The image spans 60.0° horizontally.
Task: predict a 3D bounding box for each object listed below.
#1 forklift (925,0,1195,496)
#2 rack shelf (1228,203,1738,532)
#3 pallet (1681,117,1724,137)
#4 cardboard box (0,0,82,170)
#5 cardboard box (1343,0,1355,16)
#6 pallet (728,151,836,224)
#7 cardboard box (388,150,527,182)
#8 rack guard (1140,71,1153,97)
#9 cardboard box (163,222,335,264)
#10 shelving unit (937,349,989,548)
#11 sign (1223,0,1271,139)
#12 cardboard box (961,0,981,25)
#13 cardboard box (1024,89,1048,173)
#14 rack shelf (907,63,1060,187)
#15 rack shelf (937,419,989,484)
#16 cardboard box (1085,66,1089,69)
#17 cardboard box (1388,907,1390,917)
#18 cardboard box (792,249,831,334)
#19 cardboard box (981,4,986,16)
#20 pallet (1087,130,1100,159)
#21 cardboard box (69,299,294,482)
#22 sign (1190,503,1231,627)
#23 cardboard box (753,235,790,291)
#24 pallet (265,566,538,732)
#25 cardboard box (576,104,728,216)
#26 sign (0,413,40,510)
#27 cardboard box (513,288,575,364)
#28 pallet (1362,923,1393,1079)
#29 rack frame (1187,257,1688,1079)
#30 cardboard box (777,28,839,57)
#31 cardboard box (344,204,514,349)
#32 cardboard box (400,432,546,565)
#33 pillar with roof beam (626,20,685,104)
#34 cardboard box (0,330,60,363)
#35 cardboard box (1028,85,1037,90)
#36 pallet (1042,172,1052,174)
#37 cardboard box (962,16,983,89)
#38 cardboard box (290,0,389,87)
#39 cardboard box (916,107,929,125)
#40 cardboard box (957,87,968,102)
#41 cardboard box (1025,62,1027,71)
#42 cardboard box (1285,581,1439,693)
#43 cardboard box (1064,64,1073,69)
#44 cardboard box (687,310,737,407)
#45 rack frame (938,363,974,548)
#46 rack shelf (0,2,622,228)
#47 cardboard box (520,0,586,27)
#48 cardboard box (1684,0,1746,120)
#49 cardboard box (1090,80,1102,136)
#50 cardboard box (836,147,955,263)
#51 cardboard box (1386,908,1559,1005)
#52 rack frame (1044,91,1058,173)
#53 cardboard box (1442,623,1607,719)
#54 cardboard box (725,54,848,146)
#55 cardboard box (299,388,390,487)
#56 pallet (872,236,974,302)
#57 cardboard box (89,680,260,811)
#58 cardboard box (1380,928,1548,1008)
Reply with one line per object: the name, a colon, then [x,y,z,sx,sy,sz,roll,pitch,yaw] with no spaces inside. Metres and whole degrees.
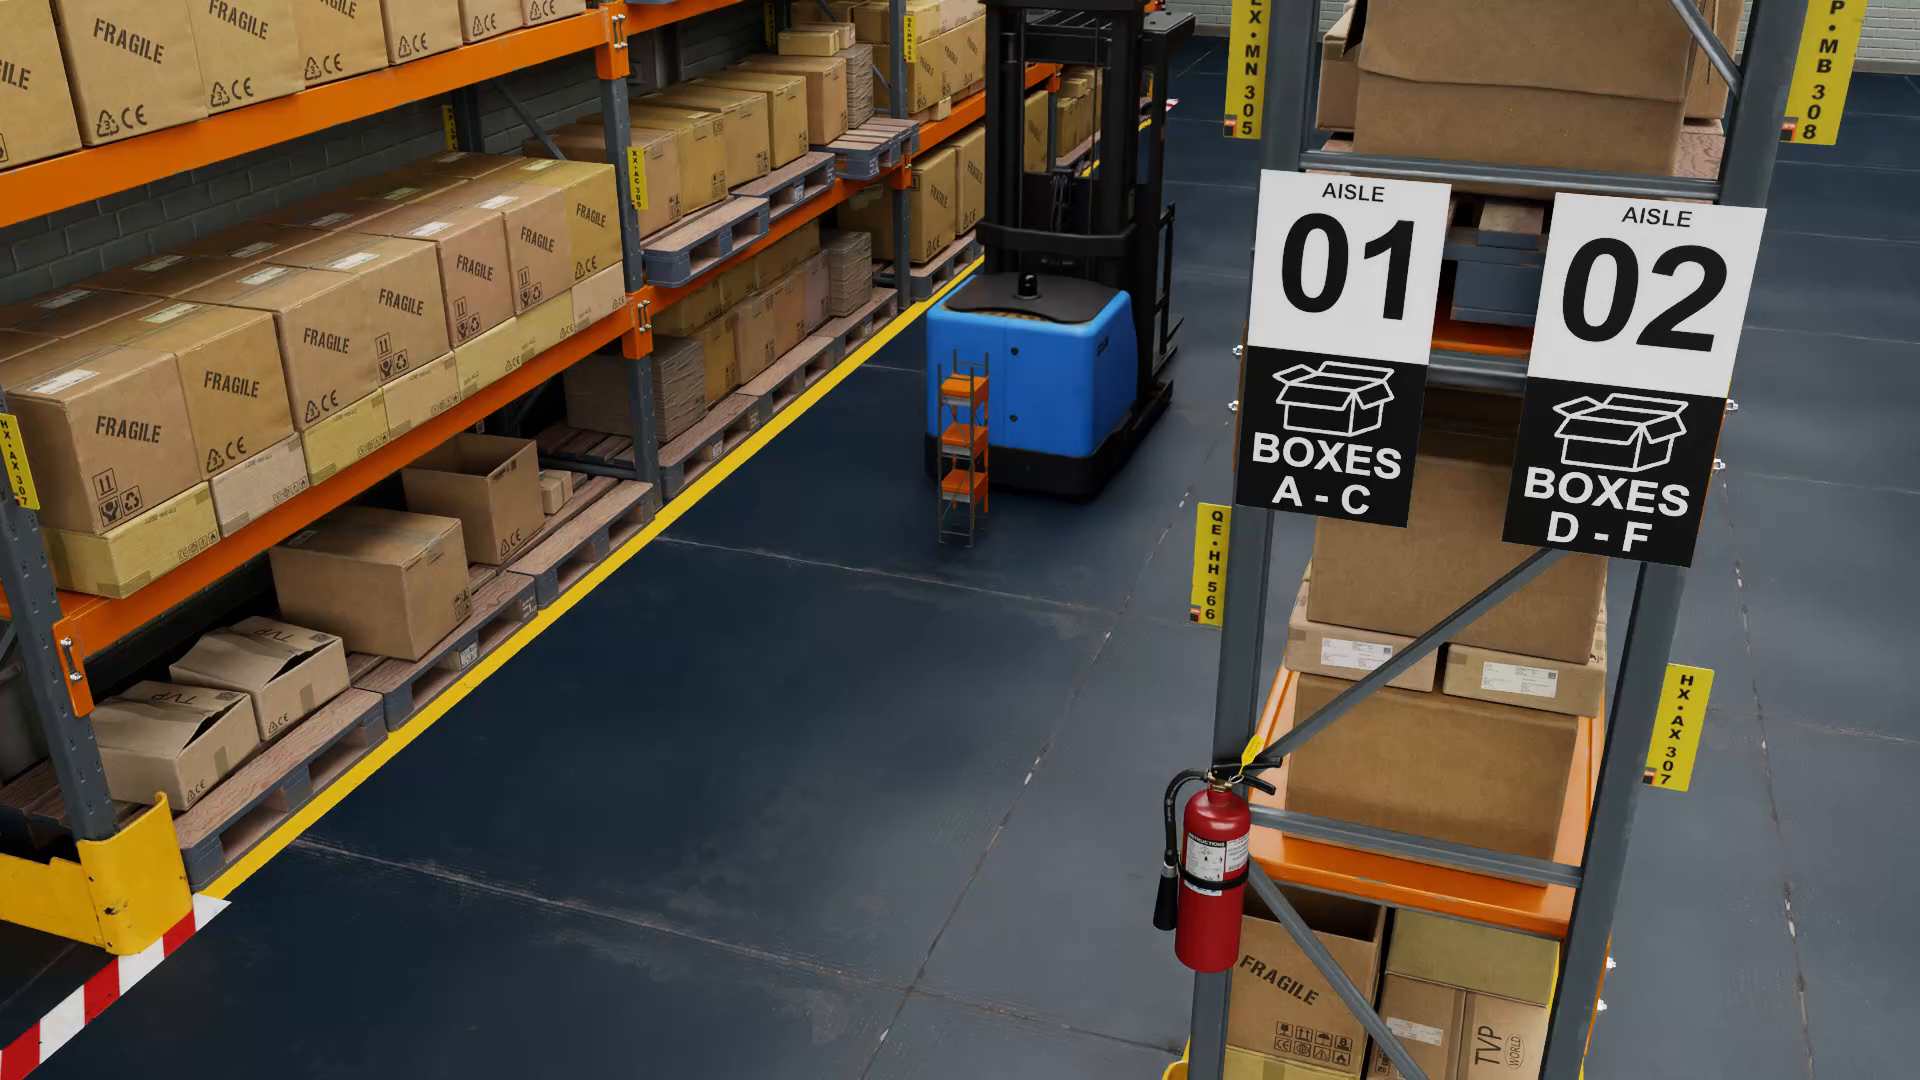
forklift: [0.783,-2.194,10.419,1.130,2.935,3.031,9,27,18]
rack shelf: [1.796,-1.072,5.406,1.077,0.370,4.000,9,27,17]
pallet: [1.794,-1.324,5.203,1.003,0.211,1.213,9,27,17]
cardboard box: [-3.195,-1.446,5.215,0.500,0.500,0.500,9,27,19]
cardboard box: [1.450,-1.526,4.978,0.500,0.311,0.500,12,28,23]
pallet: [-1.500,-2.323,10.826,1.003,0.211,1.213,9,27,17]
cardboard box: [-2.565,-1.701,8.610,0.500,0.500,0.500,8,27,16]
rack guard: [1.790,-5.401,19.831,1.175,0.500,0.348,9,27,17]
cardboard box: [-3.074,-1.070,7.307,0.500,0.500,0.500,9,27,18]
shelving unit: [0.018,-0.495,9.067,0.215,1.050,0.252,9,27,17]
sign: [0.623,-1.022,3.551,0.100,0.325,0.005,9,27,17]
cardboard box: [-0.145,-4.330,13.412,0.500,0.250,0.500,9,27,18]
cardboard box: [0.357,-3.808,15.658,0.750,0.750,0.750,9,27,18]
rack shelf: [-0.215,-3.727,14.330,1.077,0.370,4.000,9,27,17]
rack shelf: [0.018,-0.485,9.071,0.215,0.259,0.240,9,27,17]
cardboard box: [1.245,-5.339,18.478,0.380,0.149,0.250,9,27,18]
cardboard box: [1.350,1.148,6.110,0.500,0.250,0.500,9,27,17]
cardboard box: [-1.352,-1.803,11.896,0.700,0.500,0.500,9,27,17]
cardboard box: [0.019,-4.541,13.847,0.500,0.250,0.500,8,27,16]
pallet: [1.182,-4.421,18.140,1.003,0.211,1.213,9,27,17]
cardboard box: [-2.926,-0.574,6.283,0.500,0.500,0.500,9,27,18]
sign: [0.623,0.064,4.076,0.100,0.325,0.005,9,27,17]
cardboard box: [-1.486,-1.898,11.232,0.500,0.250,0.500,9,27,17]
pallet: [-2.806,0.454,8.069,1.003,0.211,1.213,9,27,17]
cardboard box: [-1.817,-2.261,9.857,0.700,0.500,0.500,12,28,23]
sign: [-3.031,-0.252,5.335,0.100,0.325,0.005,9,27,17]
cardboard box: [-2.257,-1.084,8.196,0.500,0.250,0.500,9,27,18]
pallet: [1.345,1.710,5.475,1.003,0.211,1.213,9,27,17]
rack frame: [1.130,0.776,4.206,1.000,3.000,0.127,9,27,17]
cardboard box: [-1.060,-3.483,11.638,0.380,0.149,0.250,4,26,9]
cardboard box: [-2.416,-1.213,7.603,0.500,0.500,0.500,8,27,16]
cardboard box: [-2.519,-0.225,8.637,0.500,0.500,0.500,7,27,14]
pillar with roof beam: [1.931,-4.896,9.035,9.100,9.000,0.400,9,27,17]
cardboard box: [-3.586,-0.445,6.015,0.500,0.500,0.500,8,27,17]
cardboard box: [0.561,-4.490,16.724,0.380,0.149,0.250,9,27,17]
pallet: [0.265,-3.289,15.801,1.003,0.211,1.213,9,27,17]
cardboard box: [-0.128,-3.997,13.583,0.500,0.500,0.500,9,27,17]
cardboard box: [-2.656,-2.099,6.563,0.500,0.500,0.500,10,28,21]
cardboard box: [-0.460,-3.329,12.948,0.380,0.149,0.250,9,27,18]
cardboard box: [-0.151,-3.759,13.837,0.380,0.149,0.250,9,27,18]
cardboard box: [0.382,-4.264,14.880,0.380,0.149,0.250,9,27,17]
cardboard box: [1.078,0.254,4.424,0.380,0.149,0.250,8,27,17]
cardboard box: [0.991,-5.025,17.829,0.380,0.149,0.250,8,27,17]
cardboard box: [-1.858,-1.182,10.613,0.700,0.500,0.500,8,27,16]
rack frame: [-0.023,-0.444,8.963,0.200,1.050,0.008,9,27,17]
rack shelf: [-2.877,-1.789,6.887,1.077,0.370,4.000,9,27,17]
cardboard box: [-2.147,-2.744,7.897,0.500,0.500,0.500,10,27,19]
cardboard box: [1.940,-1.514,4.736,0.500,0.500,0.500,9,27,17]
cardboard box: [1.139,-4.645,17.789,0.700,0.500,0.500,9,27,19]
cardboard box: [-0.512,-2.733,13.438,0.750,0.750,0.750,8,27,17]
cardboard box: [1.683,1.093,5.363,0.500,0.500,0.500,9,27,17]
rack frame: [0.451,-4.872,15.871,1.000,3.000,0.127,9,27,17]
cardboard box: [1.464,0.309,4.311,0.380,0.149,0.250,9,27,17]
cardboard box: [-1.188,-3.043,11.474,0.700,0.500,0.500,6,27,13]
cardboard box: [-2.746,-0.461,6.909,0.500,0.250,0.500,8,27,17]
pallet: [-0.547,-2.287,13.730,1.003,0.211,1.213,9,27,17]
cardboard box: [-3.227,0.800,6.736,0.500,0.311,0.500,6,26,12]
cardboard box: [1.681,1.430,5.527,0.500,0.250,0.500,9,27,17]
